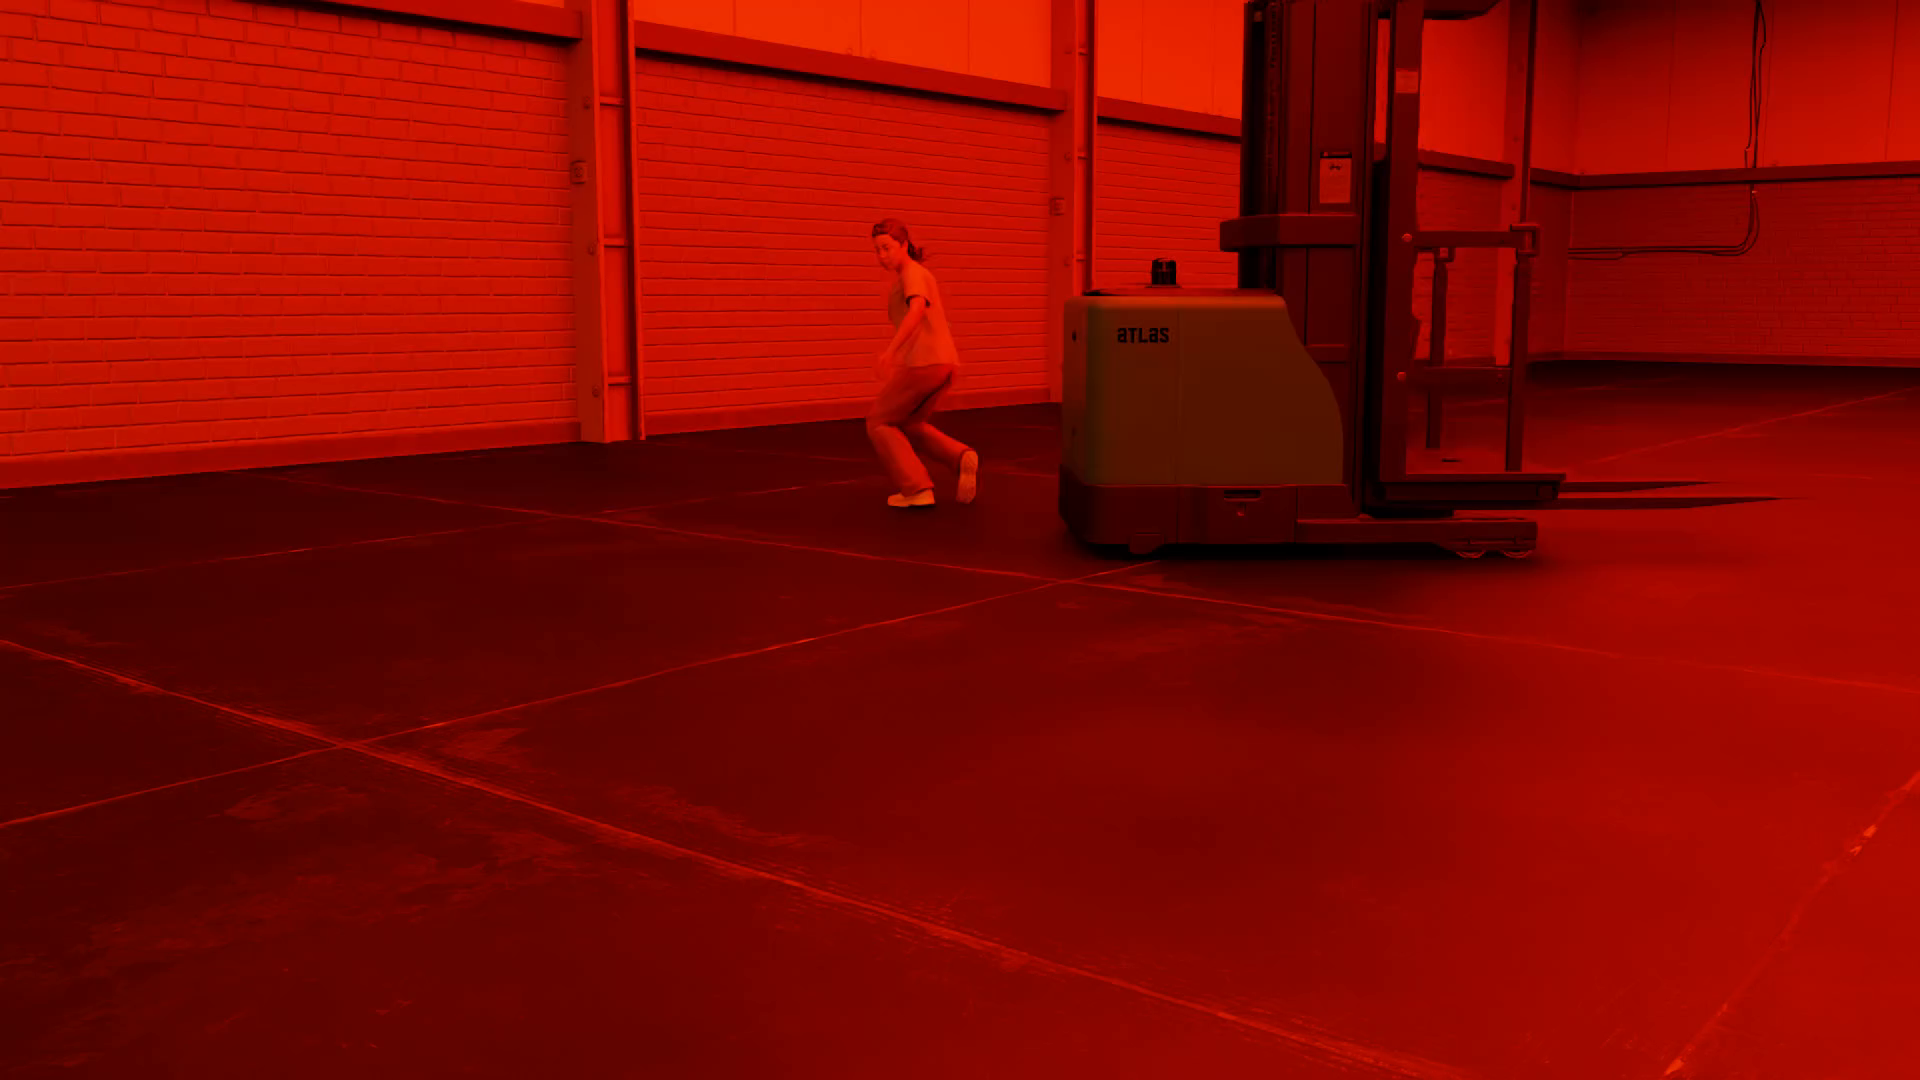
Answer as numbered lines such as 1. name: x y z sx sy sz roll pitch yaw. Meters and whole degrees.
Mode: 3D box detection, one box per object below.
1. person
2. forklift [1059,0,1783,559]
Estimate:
1. person: -0.184 -0.908 8.625 0.570 1.468 0.825 3 9 18
2. forklift: 1.993 -1.449 7.182 3.031 2.935 1.130 0 8 -3
